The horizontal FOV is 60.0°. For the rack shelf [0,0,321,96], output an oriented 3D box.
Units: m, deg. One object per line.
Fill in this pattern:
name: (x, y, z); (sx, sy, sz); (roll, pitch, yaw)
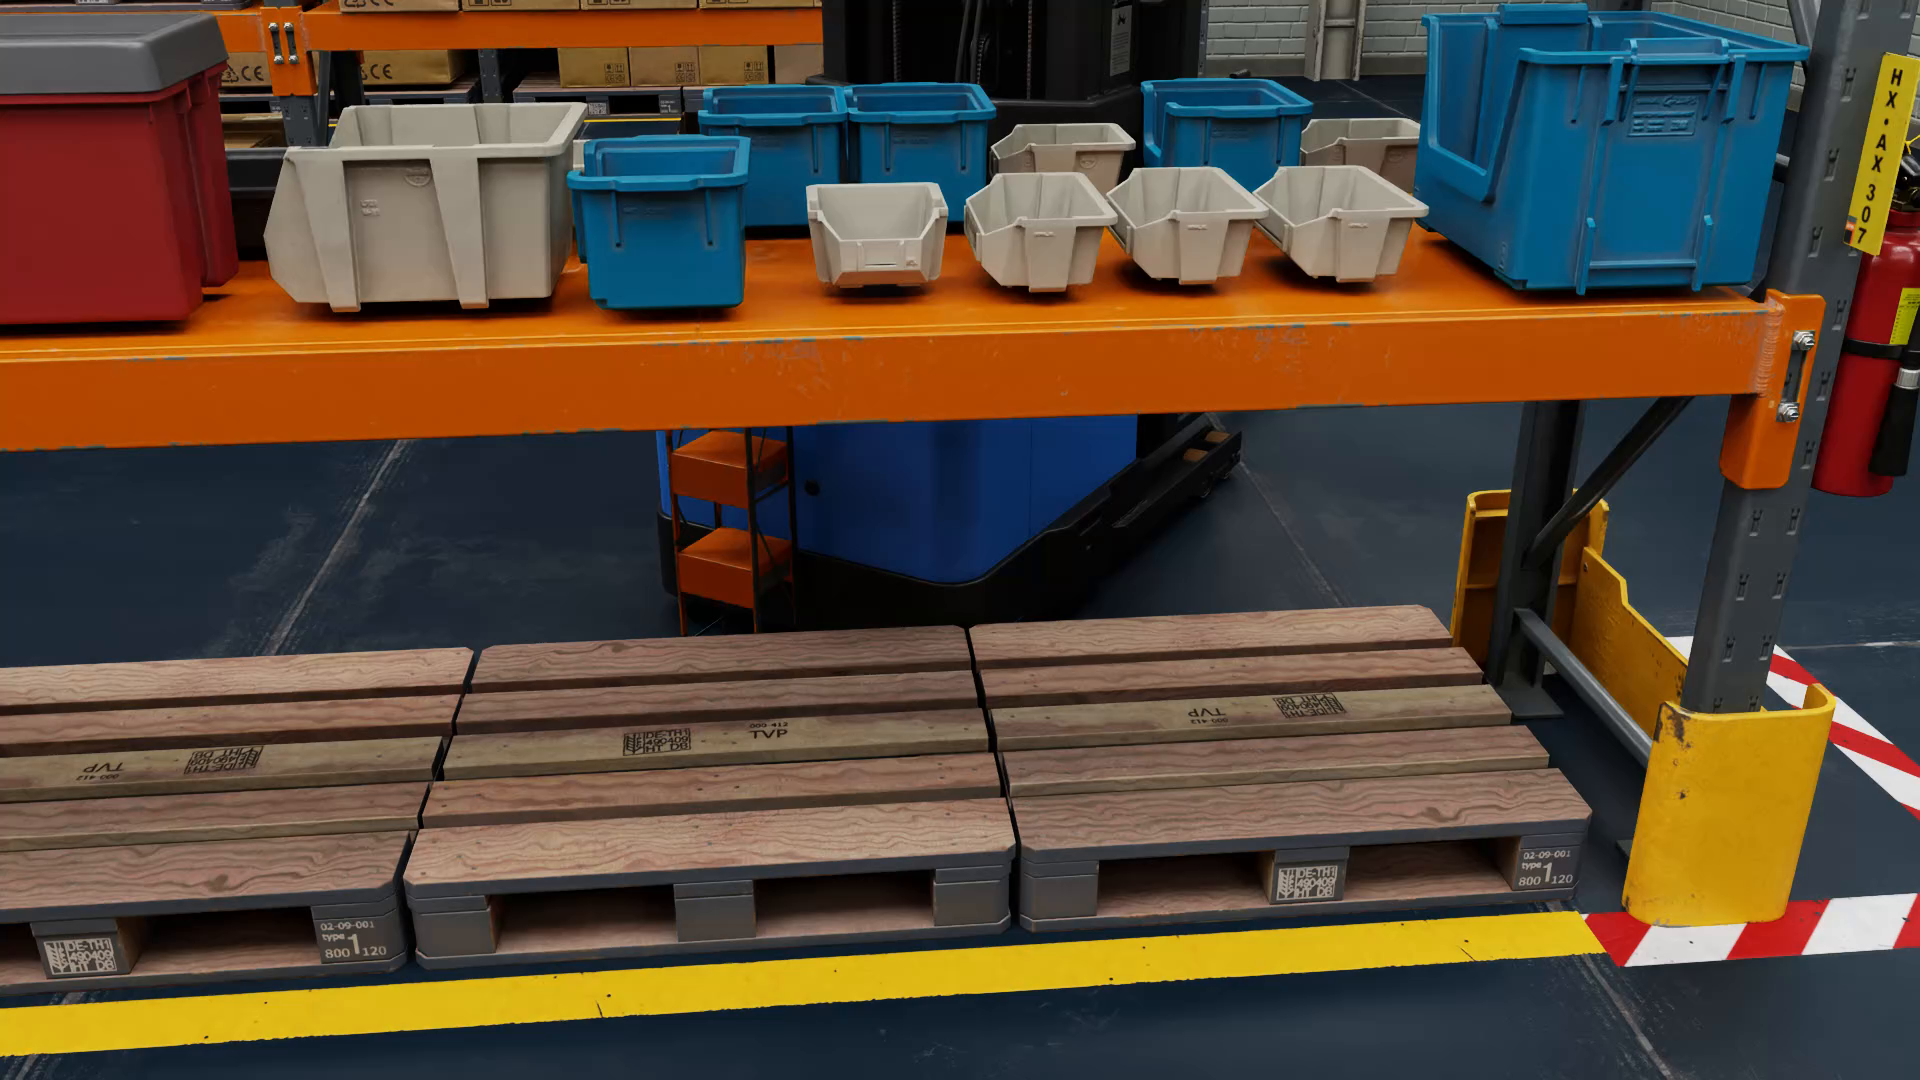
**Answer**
rack shelf: (-4.956, -2.236, 7.474); (4.000, 0.370, 1.077); (-2, 24, -5)

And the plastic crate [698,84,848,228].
plastic crate: (-0.389, -0.812, 3.515); (0.300, 0.233, 0.416); (-2, 24, -5)

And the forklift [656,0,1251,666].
forklift: (0.314, -1.561, 5.154); (1.130, 2.935, 3.031); (13, 27, 27)

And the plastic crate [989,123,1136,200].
plastic crate: (0.217, -0.826, 3.666); (0.298, 0.136, 0.250); (-2, 24, -5)

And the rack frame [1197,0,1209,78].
rack frame: (1.015, -2.804, 7.866); (0.127, 3.000, 1.000); (-2, 24, -5)

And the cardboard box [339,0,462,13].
cardboard box: (-2.432, -2.601, 7.285); (0.500, 0.500, 0.500); (-2, 24, -4)

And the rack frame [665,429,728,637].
rack frame: (-0.693, -0.165, 4.330); (0.008, 1.050, 0.200); (12, 27, 25)

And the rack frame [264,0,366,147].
rack frame: (-2.966, -2.645, 7.507); (0.127, 3.000, 1.000); (-2, 24, -5)

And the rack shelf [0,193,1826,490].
rack shelf: (-0.493, -0.394, 3.328); (4.000, 0.370, 1.077); (-2, 24, -5)

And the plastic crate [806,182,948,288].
plastic crate: (-0.153, -0.557, 3.062); (0.250, 0.136, 0.298); (-2, 24, -5)

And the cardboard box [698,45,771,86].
cardboard box: (-1.691, -3.723, 12.494); (0.500, 0.500, 0.700); (-2, 24, -4)

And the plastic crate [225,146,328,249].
plastic crate: (-1.395, -0.697, 3.391); (0.590, 0.125, 0.437); (-2, 24, -5)

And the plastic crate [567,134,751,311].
plastic crate: (-0.521, -0.567, 2.966); (0.300, 0.233, 0.416); (-2, 24, -5)

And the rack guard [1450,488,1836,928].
rack guard: (1.520, 0.334, 3.883); (0.348, 0.500, 1.175); (-2, 24, -5)

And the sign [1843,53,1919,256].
sign: (1.568, -0.655, 2.830); (0.005, 0.325, 0.100); (-2, 24, -5)

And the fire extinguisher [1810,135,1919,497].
fire extinguisher: (1.693, -0.419, 3.053); (0.183, 0.674, 0.296); (-2, 24, -5)

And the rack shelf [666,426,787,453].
rack shelf: (-0.585, -0.392, 4.167); (0.240, 0.259, 0.215); (12, 27, 25)

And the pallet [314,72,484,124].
pallet: (-4.217, -3.311, 12.440); (1.213, 0.211, 1.003); (-2, 24, -5)

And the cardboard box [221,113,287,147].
cardboard box: (-3.471, -1.783, 8.104); (0.500, 0.500, 0.500); (-3, 24, -8)

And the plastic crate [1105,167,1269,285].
plastic crate: (0.414, -0.598, 3.152); (0.243, 0.136, 0.396); (-2, 24, -5)

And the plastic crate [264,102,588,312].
plastic crate: (-0.945, -0.602, 2.984); (0.530, 0.282, 0.437); (-2, 24, -5)

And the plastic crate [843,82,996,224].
plastic crate: (-0.091, -0.824, 3.542); (0.300, 0.233, 0.416); (-2, 24, -5)

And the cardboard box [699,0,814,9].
cardboard box: (-0.919, -2.662, 7.424); (0.500, 0.500, 0.500); (-3, 24, -6)

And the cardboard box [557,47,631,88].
cardboard box: (-2.702, -3.685, 12.408); (0.500, 0.500, 0.700); (-2, 24, -4)

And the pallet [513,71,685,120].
pallet: (-2.692, -3.371, 12.575); (1.213, 0.211, 1.003); (-2, 24, -5)

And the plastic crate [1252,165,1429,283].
plastic crate: (0.704, -0.603, 3.165); (0.243, 0.136, 0.396); (-2, 24, -5)

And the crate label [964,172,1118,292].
crate label: (0.139, -0.577, 3.105); (0.243, 0.136, 0.396); (-2, 24, -5)

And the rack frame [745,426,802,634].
rack frame: (-0.477, -0.120, 4.227); (0.008, 1.050, 0.200); (12, 27, 25)

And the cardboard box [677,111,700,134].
cardboard box: (-1.097, -1.782, 8.098); (0.637, 0.503, 0.797); (-2, 24, -5)

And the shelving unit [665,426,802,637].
shelving unit: (-0.585, -0.143, 4.278); (0.252, 1.050, 0.215); (12, 27, 25)

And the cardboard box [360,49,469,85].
cardboard box: (-4.091, -3.778, 12.186); (0.750, 0.750, 0.750); (-2, 24, -5)

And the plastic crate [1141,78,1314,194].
plastic crate: (0.565, -0.850, 3.602); (0.300, 0.233, 0.416); (-2, 24, -5)

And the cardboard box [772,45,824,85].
cardboard box: (-1.161, -3.747, 12.549); (0.500, 0.500, 0.700); (-3, 24, -7)

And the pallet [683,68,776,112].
pallet: (-1.475, -3.421, 12.688); (1.213, 0.211, 1.003); (-2, 24, -5)

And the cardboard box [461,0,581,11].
cardboard box: (-1.923, -2.622, 7.334); (0.500, 0.500, 0.500); (-2, 24, -4)

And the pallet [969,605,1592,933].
pallet: (0.673, 0.489, 3.889); (1.213, 0.211, 1.003); (-2, 24, -5)

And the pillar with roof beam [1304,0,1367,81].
pillar with roof beam: (3.549, -6.265, 8.267); (0.400, 9.000, 9.100); (-2, 24, -5)

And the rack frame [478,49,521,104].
rack frame: (-3.457, -4.647, 12.012); (0.127, 3.000, 1.000); (-2, 24, -5)

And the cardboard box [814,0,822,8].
cardboard box: (-0.417, -2.682, 7.469); (0.500, 0.500, 0.500); (-2, 24, -5)

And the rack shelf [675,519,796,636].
rack shelf: (-0.585, 0.121, 4.395); (0.240, 0.259, 0.215); (12, 27, 25)

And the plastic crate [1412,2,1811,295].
plastic crate: (1.183, -0.757, 3.142); (0.499, 0.435, 0.616); (-2, 24, -5)

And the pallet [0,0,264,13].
pallet: (-3.772, -2.569, 7.574); (1.213, 0.211, 1.003); (-2, 24, -5)

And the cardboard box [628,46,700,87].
cardboard box: (-2.202, -3.704, 12.450); (0.500, 0.500, 0.700); (-3, 24, -6)

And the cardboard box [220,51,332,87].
cardboard box: (-4.975, -3.741, 12.104); (0.750, 0.750, 0.750); (-2, 24, -4)

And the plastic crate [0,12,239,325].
plastic crate: (-1.570, -0.633, 2.829); (0.583, 0.464, 0.402); (-2, 24, -5)

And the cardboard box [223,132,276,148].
cardboard box: (-3.429, -1.568, 7.621); (0.500, 0.500, 0.500); (-2, 24, -5)

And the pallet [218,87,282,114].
pallet: (-5.434, -3.261, 12.328); (1.213, 0.211, 1.003); (-2, 24, -5)

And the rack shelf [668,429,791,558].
rack shelf: (-0.585, -0.133, 4.282); (0.240, 0.259, 0.215); (12, 27, 25)

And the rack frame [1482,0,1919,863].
rack frame: (1.498, -0.802, 3.362); (0.127, 3.000, 1.000); (-2, 24, -5)

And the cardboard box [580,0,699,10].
cardboard box: (-1.425, -2.641, 7.377); (0.500, 0.500, 0.500); (-2, 24, -5)

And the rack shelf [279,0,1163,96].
rack shelf: (-0.976, -2.396, 7.833); (4.000, 0.370, 1.077); (-2, 24, -5)

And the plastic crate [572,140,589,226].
plastic crate: (-0.779, -0.740, 3.473); (0.466, 0.136, 0.293); (-2, 24, -5)

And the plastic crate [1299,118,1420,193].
plastic crate: (0.892, -0.853, 3.727); (0.298, 0.136, 0.250); (-2, 24, -5)

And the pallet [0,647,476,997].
pallet: (-1.755, 0.587, 3.670); (1.213, 0.211, 1.003); (-2, 24, -5)

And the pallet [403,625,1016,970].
pallet: (-0.538, 0.537, 3.783); (1.213, 0.211, 1.003); (-2, 24, -5)
